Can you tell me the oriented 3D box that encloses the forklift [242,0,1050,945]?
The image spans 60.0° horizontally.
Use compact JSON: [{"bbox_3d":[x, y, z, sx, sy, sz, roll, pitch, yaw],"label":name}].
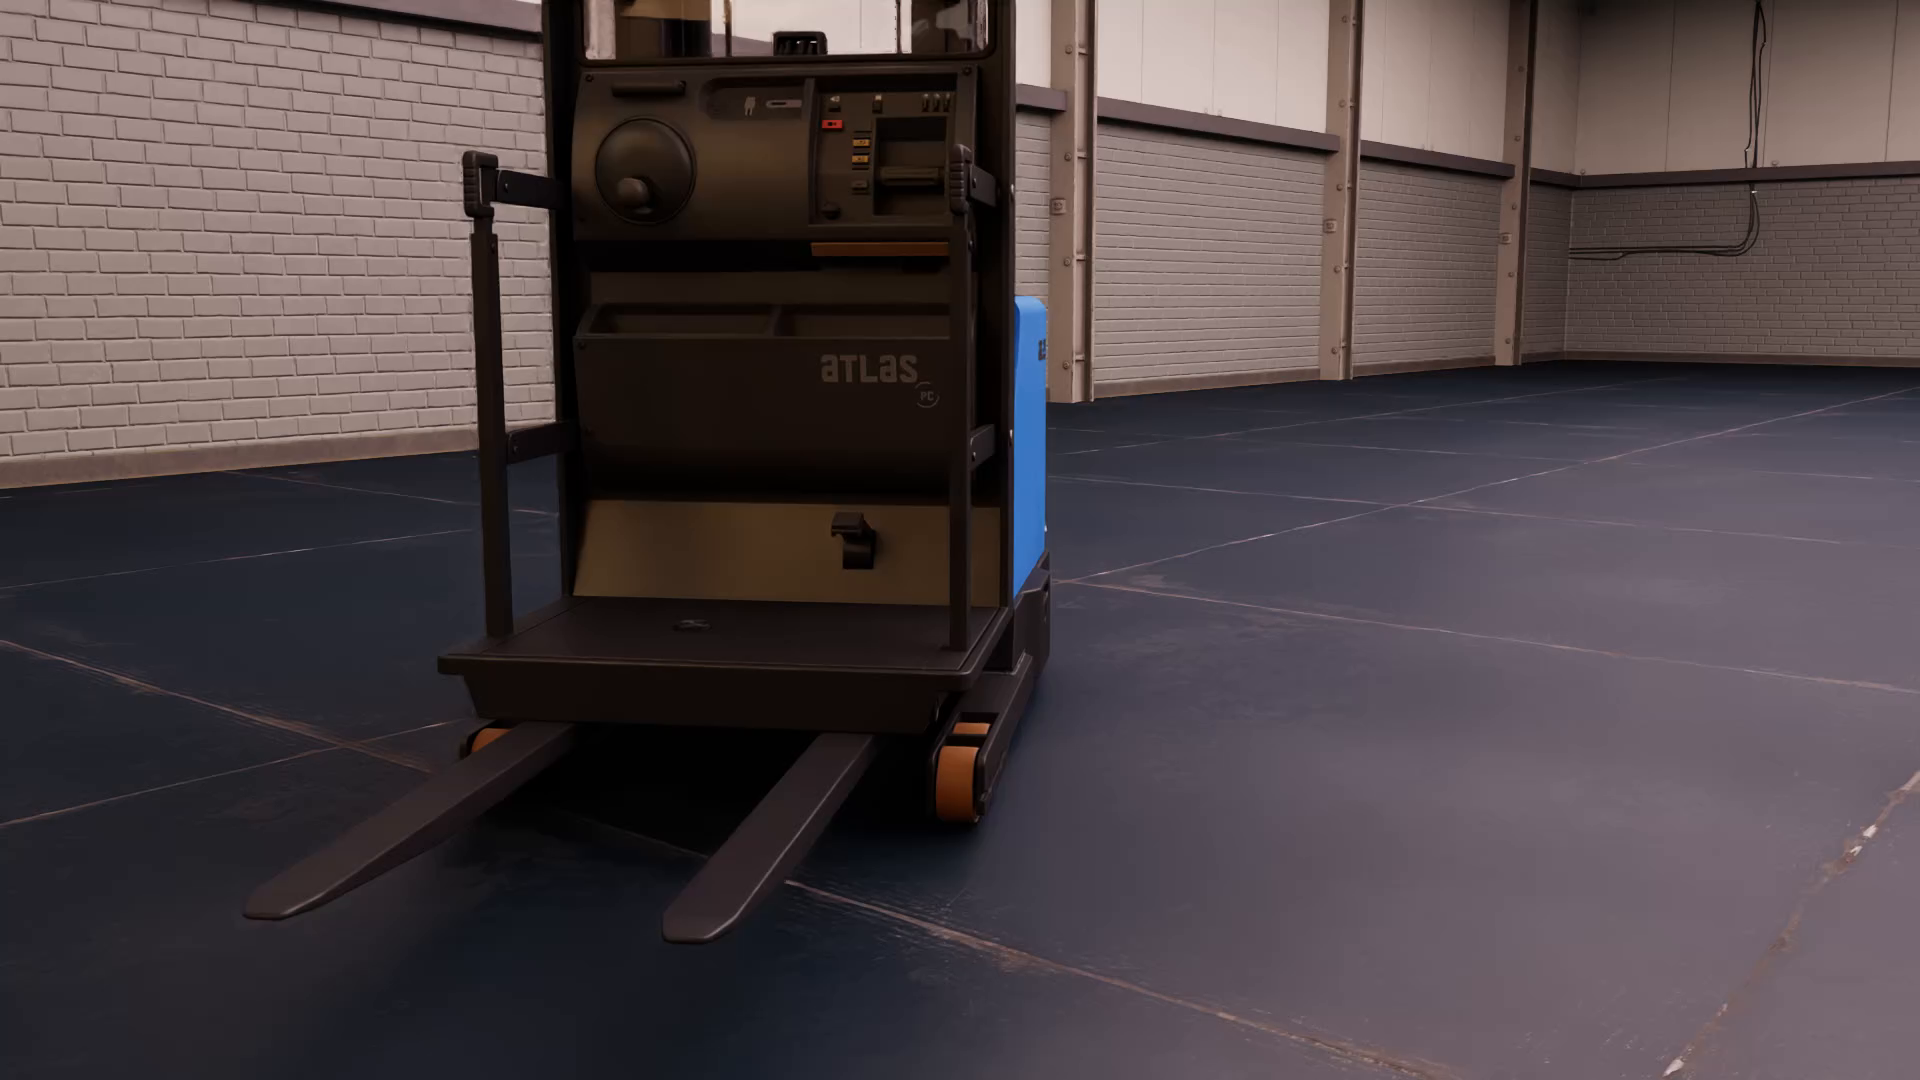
[{"bbox_3d":[-0.452,-0.919,3.566,1.130,2.935,3.031,1,8,8],"label":"forklift"}]
